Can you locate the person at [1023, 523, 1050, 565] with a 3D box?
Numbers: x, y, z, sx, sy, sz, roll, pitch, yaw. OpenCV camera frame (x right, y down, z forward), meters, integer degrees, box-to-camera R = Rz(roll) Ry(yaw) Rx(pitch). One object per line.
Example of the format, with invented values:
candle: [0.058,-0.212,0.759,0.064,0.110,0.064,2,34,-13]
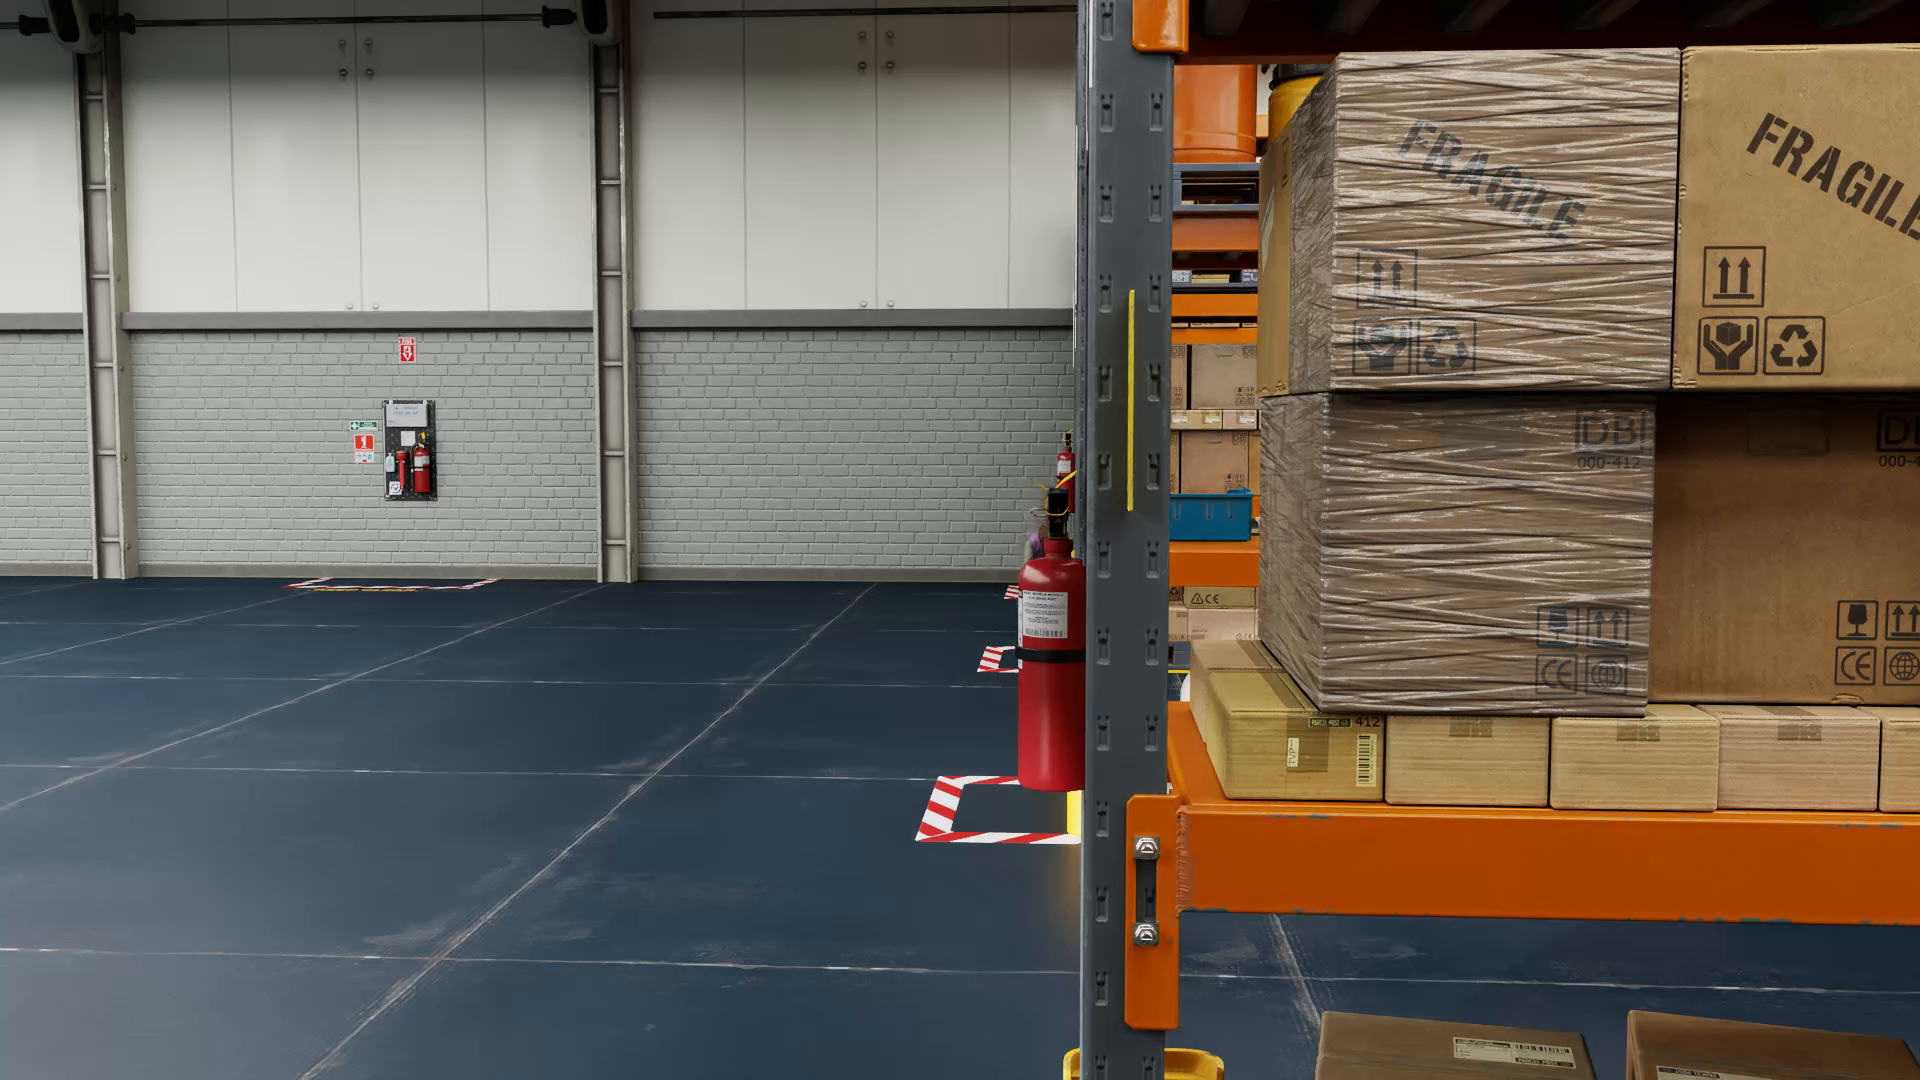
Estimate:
person: [0.760,0.321,14.837,0.450,0.963,0.779,0,4,4]
